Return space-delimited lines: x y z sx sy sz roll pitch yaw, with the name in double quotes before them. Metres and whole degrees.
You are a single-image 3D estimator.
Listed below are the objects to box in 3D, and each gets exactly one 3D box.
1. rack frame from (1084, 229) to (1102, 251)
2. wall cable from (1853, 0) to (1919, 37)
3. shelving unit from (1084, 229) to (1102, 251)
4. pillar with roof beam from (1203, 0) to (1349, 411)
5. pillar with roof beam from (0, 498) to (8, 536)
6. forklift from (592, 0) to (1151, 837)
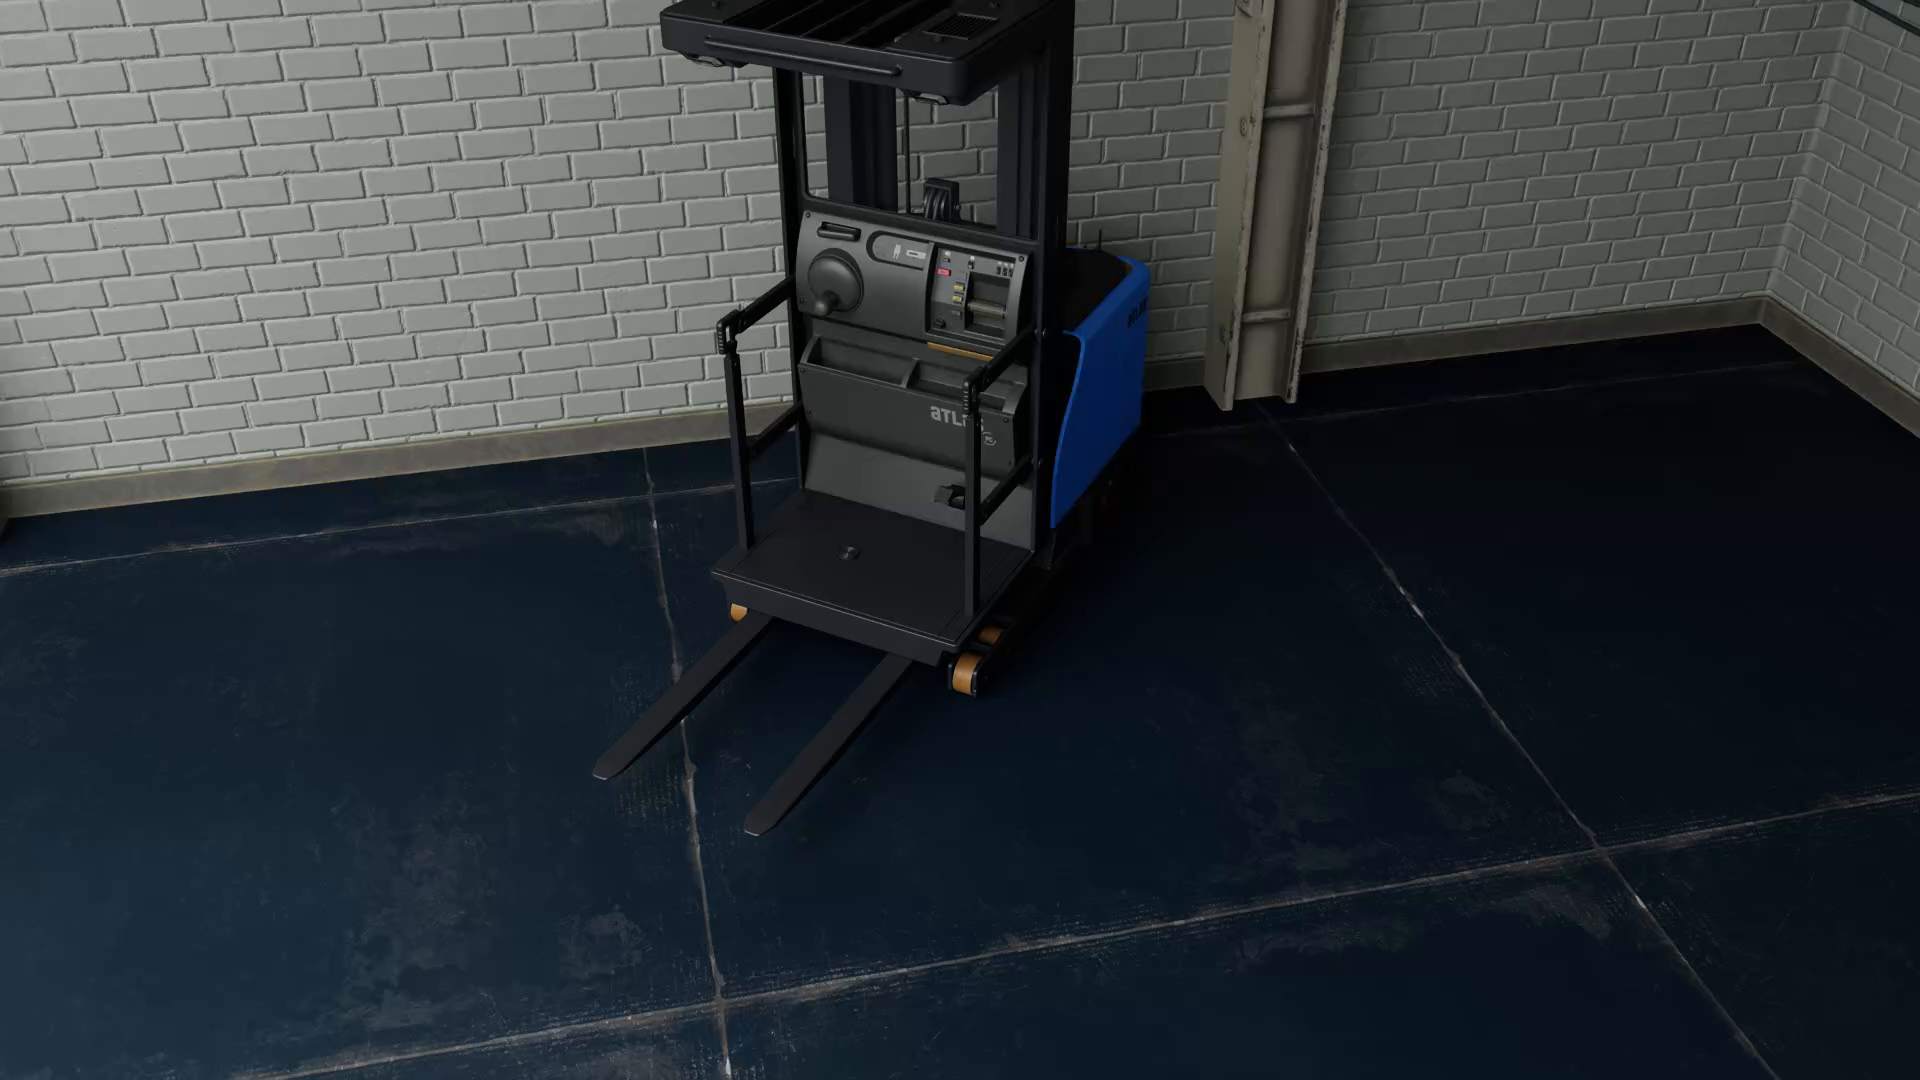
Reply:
"rack frame" 0.589 -0.905 7.657 0.008 1.050 0.200 15 37 21
"wall cable" 4.617 -2.836 6.187 0.112 2.526 3.097 -7 35 -11
"shelving unit" 0.479 -0.935 7.701 0.252 1.050 0.215 15 37 21
"pillar with roof beam" 2.402 -2.142 2.366 0.400 9.000 9.100 -7 35 -11
"pillar with roof beam" -3.451 -1.404 1.267 0.400 9.000 9.100 -7 35 -11
"forklift" -0.280 -0.905 5.968 1.130 2.935 3.031 16 37 22
